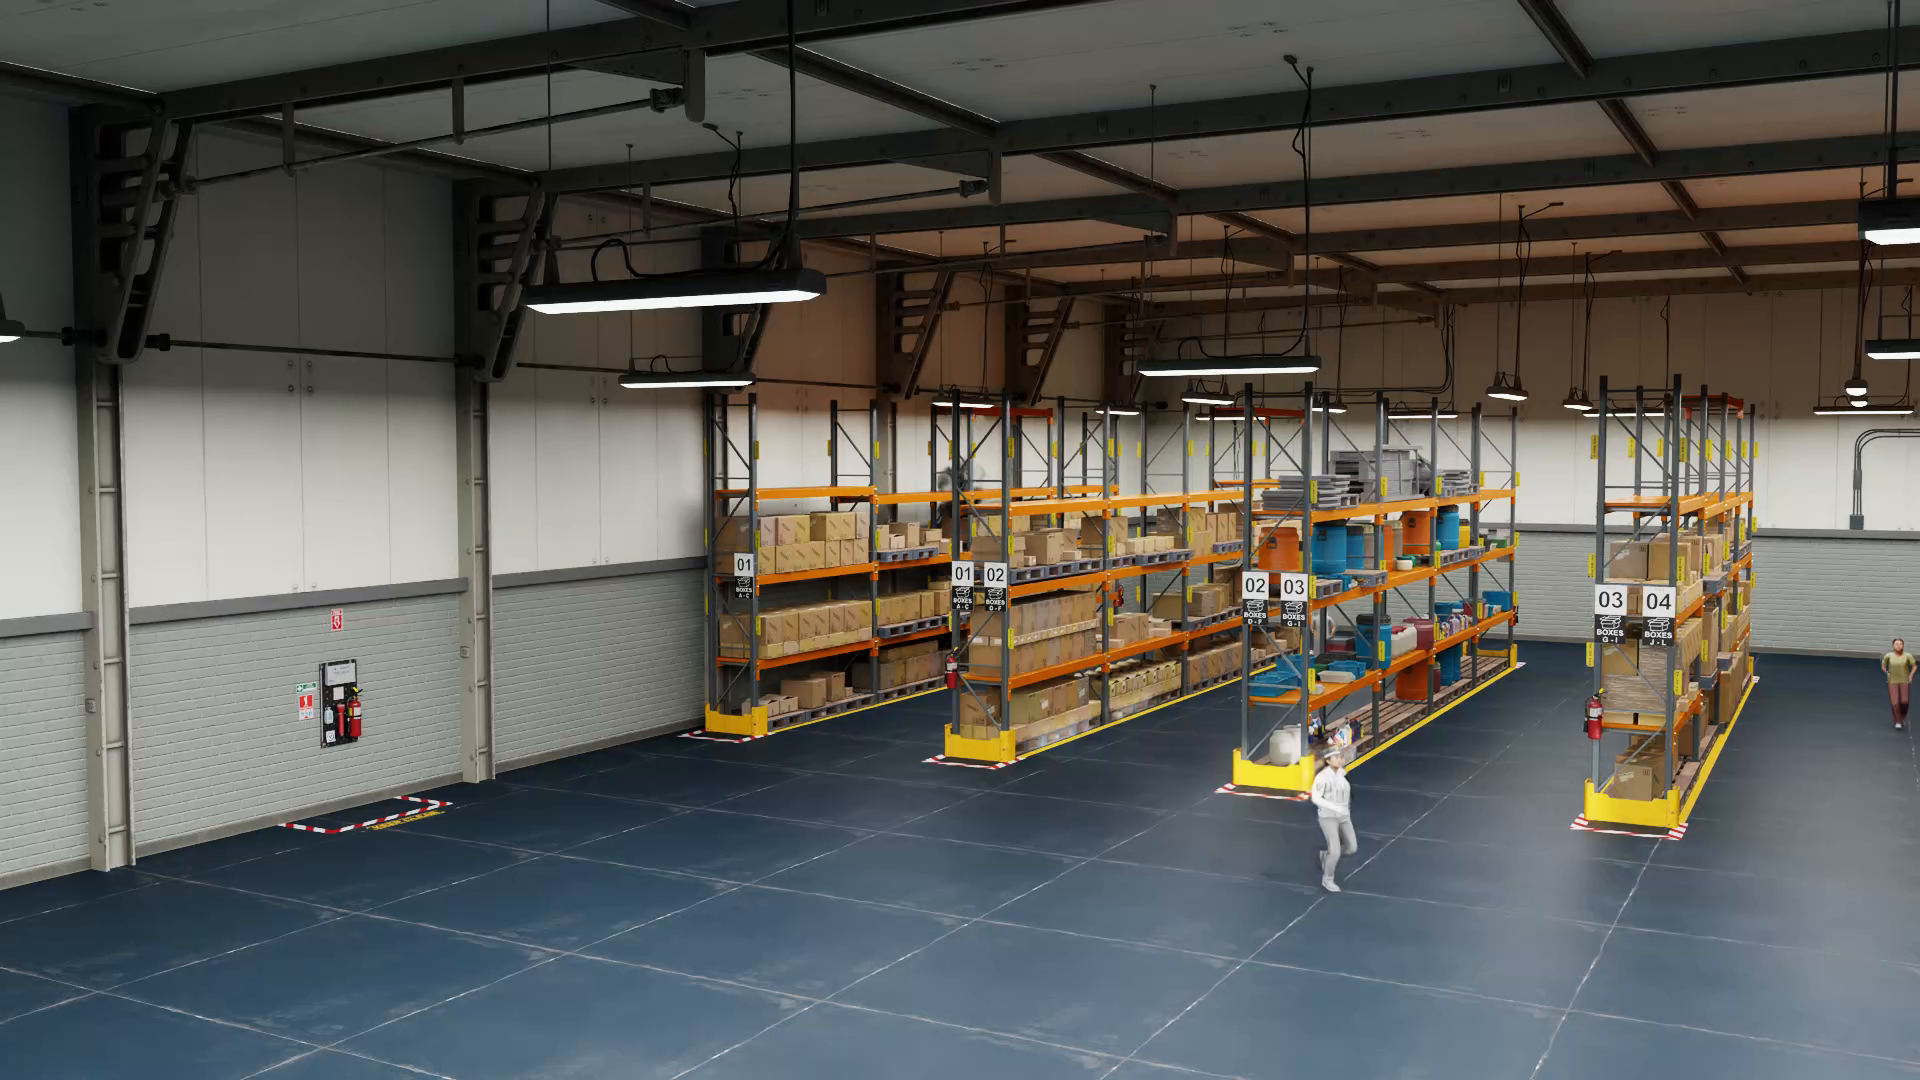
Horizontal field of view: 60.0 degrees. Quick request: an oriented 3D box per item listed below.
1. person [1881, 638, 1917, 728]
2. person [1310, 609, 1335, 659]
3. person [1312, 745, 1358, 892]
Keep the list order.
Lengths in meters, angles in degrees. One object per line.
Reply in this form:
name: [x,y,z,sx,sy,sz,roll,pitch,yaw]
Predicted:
person: [16.807,2.571,29.780,0.556,1.626,0.520,2,4,30]
person: [7.955,2.213,36.534,0.563,1.628,0.639,1,3,12]
person: [4.265,3.153,18.912,0.658,1.665,0.561,-2,4,-35]
